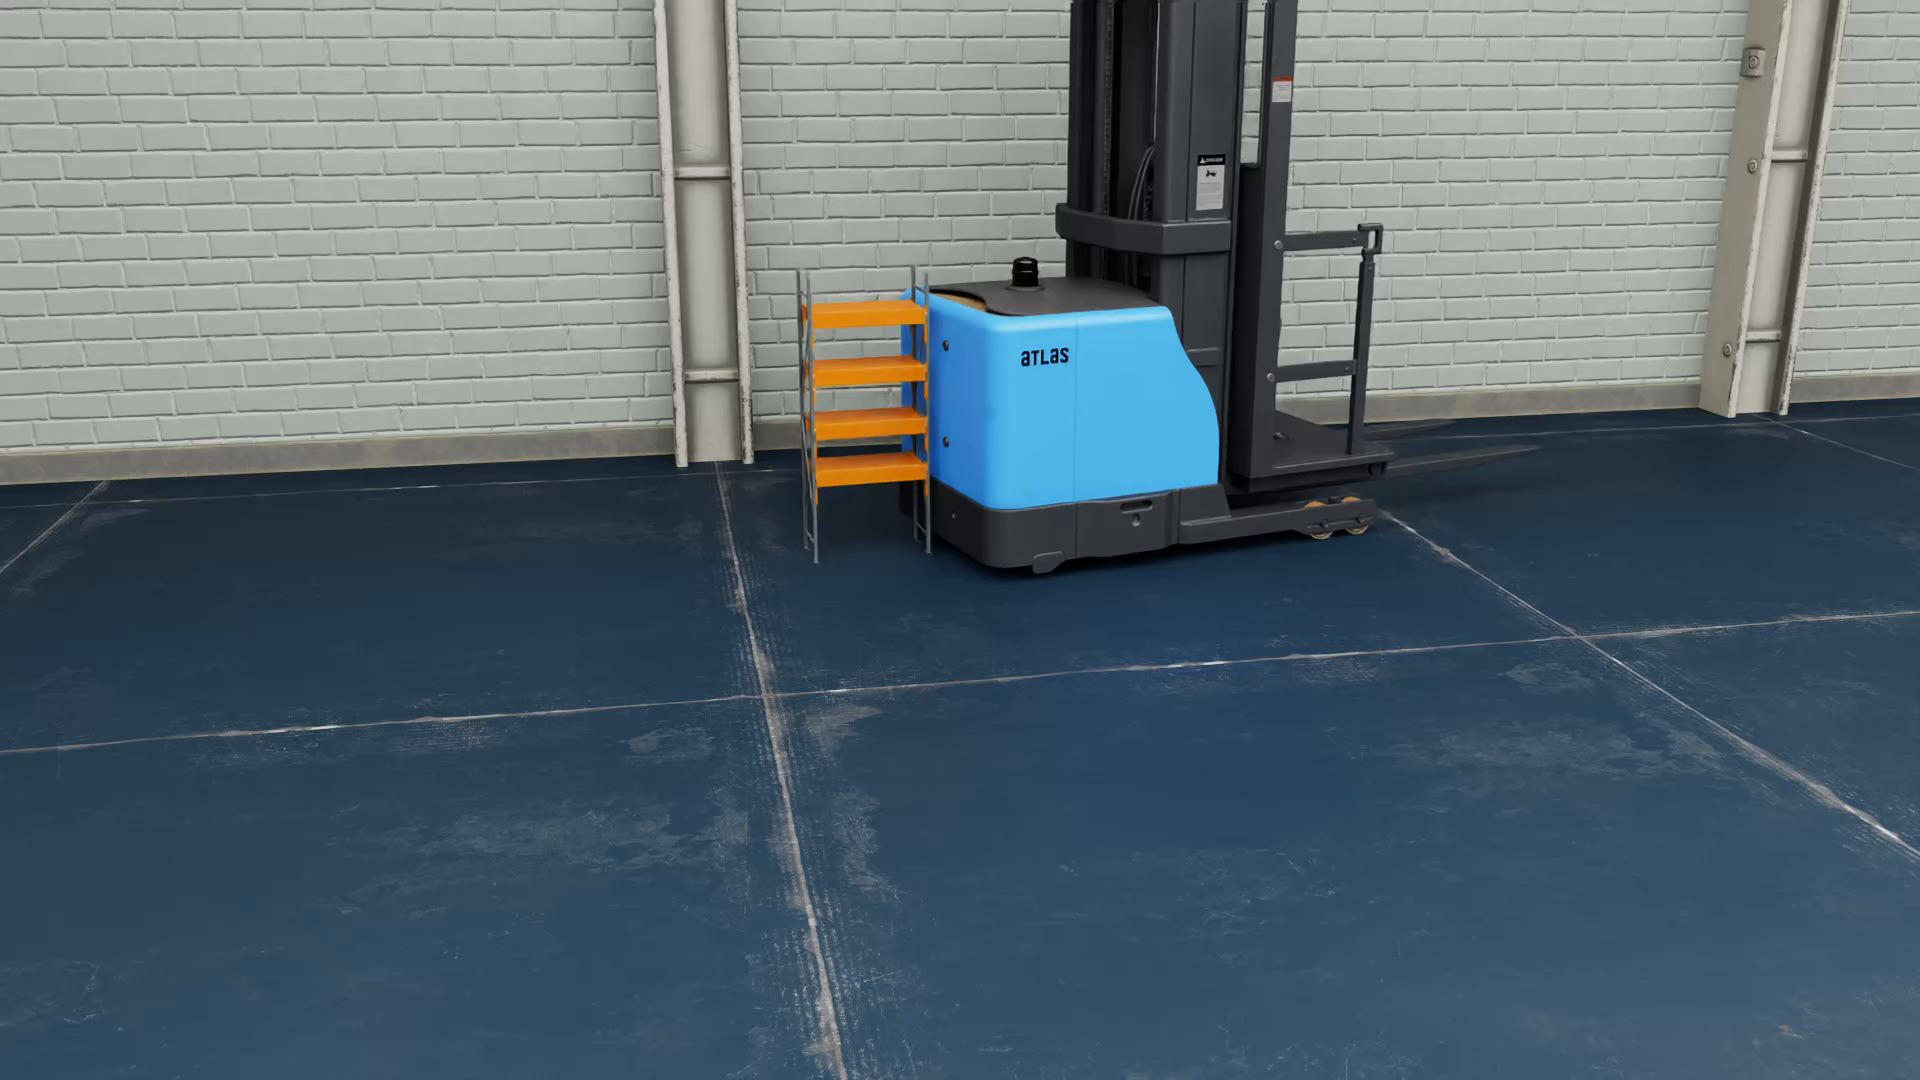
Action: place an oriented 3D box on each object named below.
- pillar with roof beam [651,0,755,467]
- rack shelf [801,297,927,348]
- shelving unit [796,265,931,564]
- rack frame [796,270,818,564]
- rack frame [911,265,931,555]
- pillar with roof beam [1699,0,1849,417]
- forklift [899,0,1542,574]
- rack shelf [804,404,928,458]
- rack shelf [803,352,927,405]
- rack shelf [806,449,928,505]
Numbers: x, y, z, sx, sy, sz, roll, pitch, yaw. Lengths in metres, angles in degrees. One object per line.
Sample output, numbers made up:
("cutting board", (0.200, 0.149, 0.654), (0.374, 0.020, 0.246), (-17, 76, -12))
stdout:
("pillar with roof beam", (-0.471, -3.491, 3.350), (0.400, 9.000, 9.100), (-3, 17, -10))
("rack shelf", (-0.400, -0.901, 6.862), (0.480, 0.148, 0.258), (-5, 18, -15))
("shelving unit", (-0.400, -0.525, 6.977), (0.503, 1.200, 0.258), (-5, 18, -15))
("rack frame", (-0.635, -0.505, 6.913), (0.015, 1.200, 0.240), (-5, 18, -15))
("rack frame", (-0.166, -0.545, 7.041), (0.015, 1.200, 0.240), (-5, 18, -15))
("pillar with roof beam", (5.420, -3.825, 4.438), (0.400, 9.000, 9.100), (-3, 17, -10))
("forklift", (1.286, -1.534, 7.315), (3.031, 2.935, 1.130), (-8, 19, -24))
("rack shelf", (-0.400, -0.461, 6.997), (0.480, 0.148, 0.258), (-5, 18, -15))
("rack shelf", (-0.400, -0.674, 6.931), (0.480, 0.148, 0.258), (-5, 18, -15))
("rack shelf", (-0.400, -0.271, 7.055), (0.480, 0.148, 0.258), (-5, 18, -15))
